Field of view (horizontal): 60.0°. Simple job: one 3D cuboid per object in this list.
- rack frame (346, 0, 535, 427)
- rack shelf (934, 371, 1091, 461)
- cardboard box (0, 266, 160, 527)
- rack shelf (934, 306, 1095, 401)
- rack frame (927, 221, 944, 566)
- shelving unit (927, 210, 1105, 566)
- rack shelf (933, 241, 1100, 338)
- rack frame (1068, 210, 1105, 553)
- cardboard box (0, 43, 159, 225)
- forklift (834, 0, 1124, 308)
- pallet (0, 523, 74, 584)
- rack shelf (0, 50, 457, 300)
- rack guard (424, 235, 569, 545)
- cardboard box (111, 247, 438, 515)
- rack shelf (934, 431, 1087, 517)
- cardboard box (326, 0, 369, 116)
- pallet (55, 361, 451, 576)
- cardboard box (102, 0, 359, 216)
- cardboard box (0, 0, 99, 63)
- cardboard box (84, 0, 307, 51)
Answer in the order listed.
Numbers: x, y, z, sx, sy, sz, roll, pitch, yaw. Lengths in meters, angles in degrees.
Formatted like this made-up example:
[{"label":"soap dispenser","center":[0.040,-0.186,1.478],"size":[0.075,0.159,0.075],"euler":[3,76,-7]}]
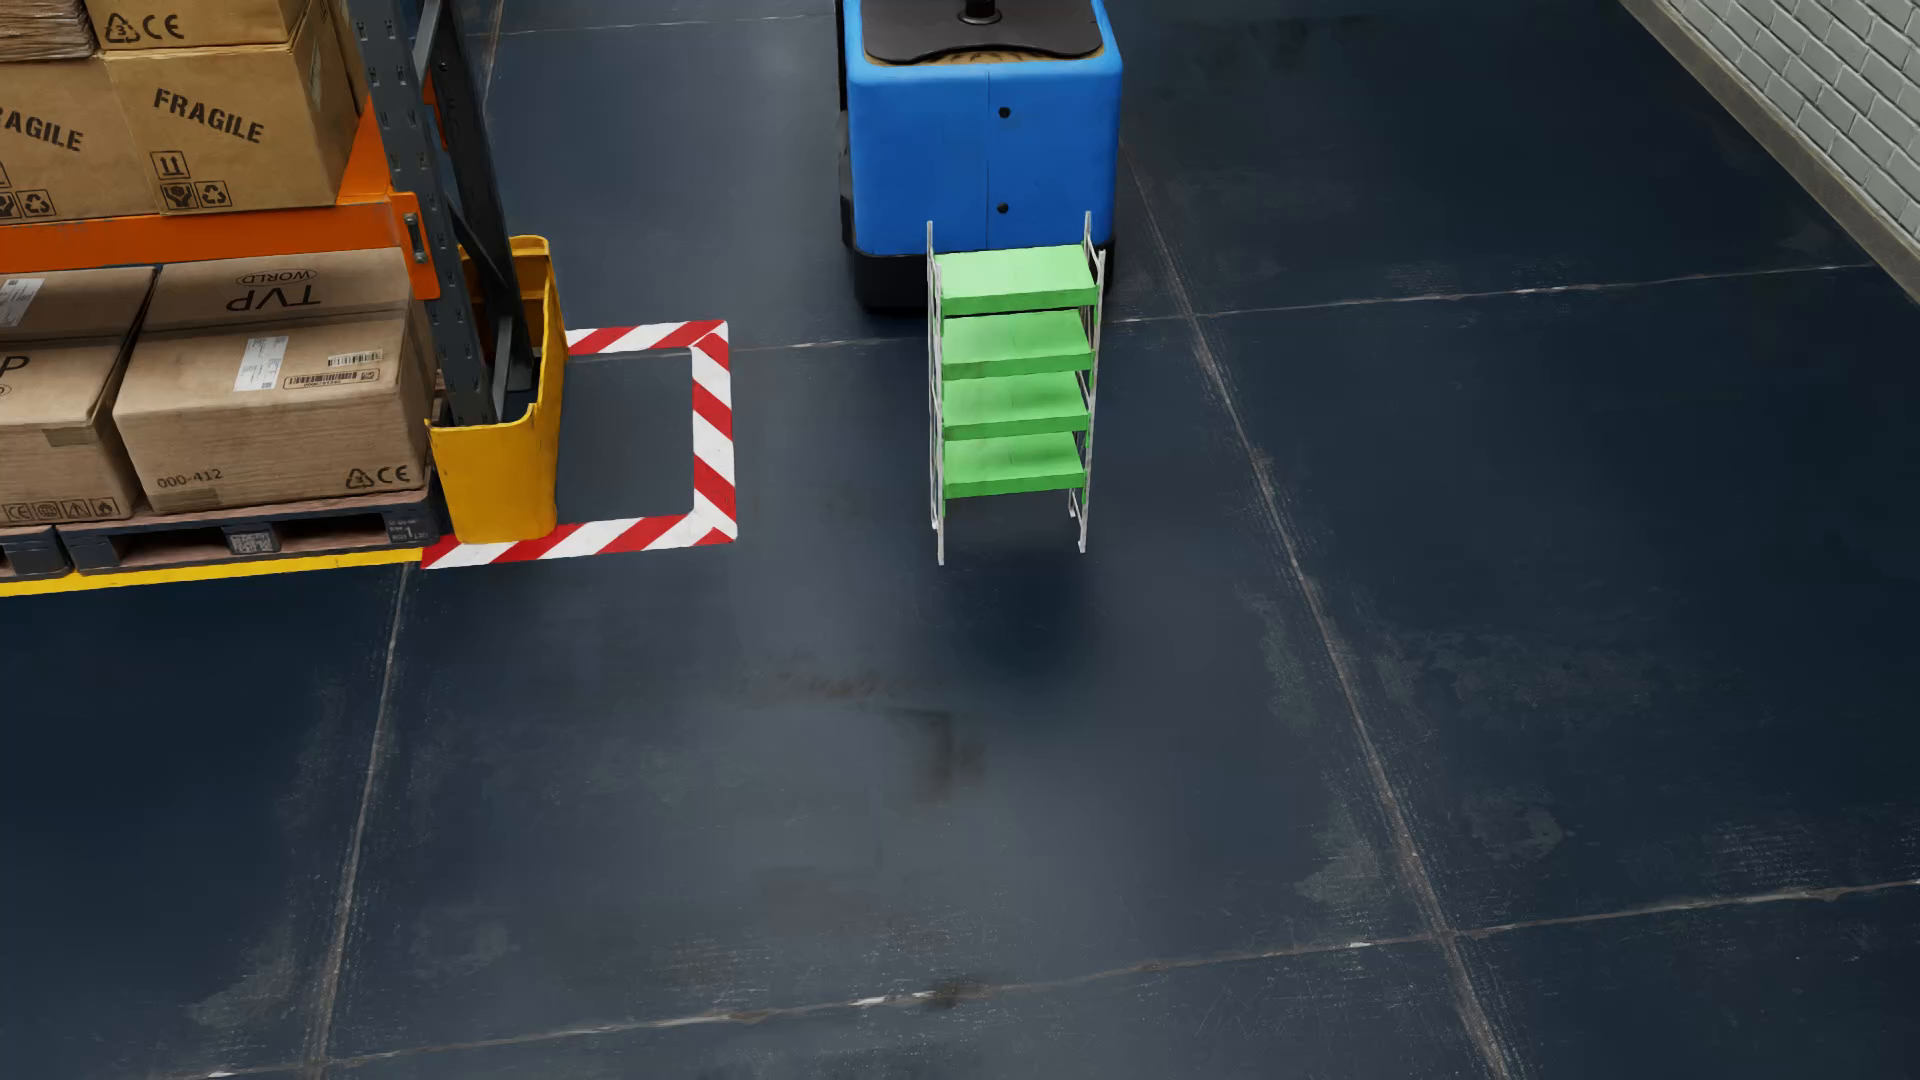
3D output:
[{"label":"rack frame","center":[-1.672,-1.493,5.166],"size":[0.127,3.000,1.000],"euler":[-5,42,-6]},{"label":"rack shelf","center":[0.164,-0.412,5.407],"size":[0.480,0.148,0.258],"euler":[-5,42,-6]},{"label":"cardboard box","center":[-3.220,-0.489,5.652],"size":[0.875,0.438,0.875],"euler":[-4,42,-4]},{"label":"rack shelf","center":[0.164,-0.591,5.246],"size":[0.480,0.148,0.258],"euler":[-5,42,-6]},{"label":"rack frame","center":[-0.078,-0.439,5.341],"size":[0.015,1.200,0.240],"euler":[-5,42,-6]},{"label":"shelving unit","center":[0.164,-0.460,5.364],"size":[0.503,1.200,0.258],"euler":[-5,42,-6]},{"label":"rack shelf","center":[0.164,-0.769,5.085],"size":[0.480,0.148,0.258],"euler":[-5,42,-6]},{"label":"rack frame","center":[0.406,-0.481,5.388],"size":[0.015,1.200,0.240],"euler":[-5,42,-6]},{"label":"cardboard box","center":[-2.616,-1.279,4.854],"size":[0.500,0.500,0.500],"euler":[-6,42,-6]},{"label":"forklift","center":[-0.016,-2.999,6.886],"size":[1.130,2.935,3.031],"euler":[-3,42,-3]},{"label":"pallet","center":[-3.662,-0.232,5.850],"size":[1.213,0.211,1.003],"euler":[-5,42,-6]},{"label":"rack shelf","center":[-3.656,-1.052,5.214],"size":[4.000,0.370,1.077],"euler":[-5,42,-6]},{"label":"rack guard","center":[-1.649,-0.567,6.005],"size":[0.348,0.500,1.175],"euler":[-5,42,-6]},{"label":"cardboard box","center":[-2.314,-0.574,5.746],"size":[0.875,0.438,0.875],"euler":[-6,42,-7]},{"label":"rack shelf","center":[0.164,-0.234,5.568],"size":[0.480,0.148,0.258],"euler":[-5,42,-6]},{"label":"cardboard box","center":[-2.186,-1.679,5.297],"size":[0.500,0.500,0.500],"euler":[-5,42,-6]},{"label":"pallet","center":[-2.455,-0.336,5.965],"size":[1.213,0.211,1.003],"euler":[-5,42,-6]},{"label":"cardboard box","center":[-2.116,-1.312,4.891],"size":[0.500,0.500,0.500],"euler":[-5,42,-5]},{"label":"cardboard box","center":[-2.634,-1.636,4.504],"size":[0.500,0.500,0.500],"euler":[-5,42,-5]},{"label":"cardboard box","center":[-2.120,-1.701,4.575],"size":[0.500,0.500,0.500],"euler":[-4,42,-4]}]
